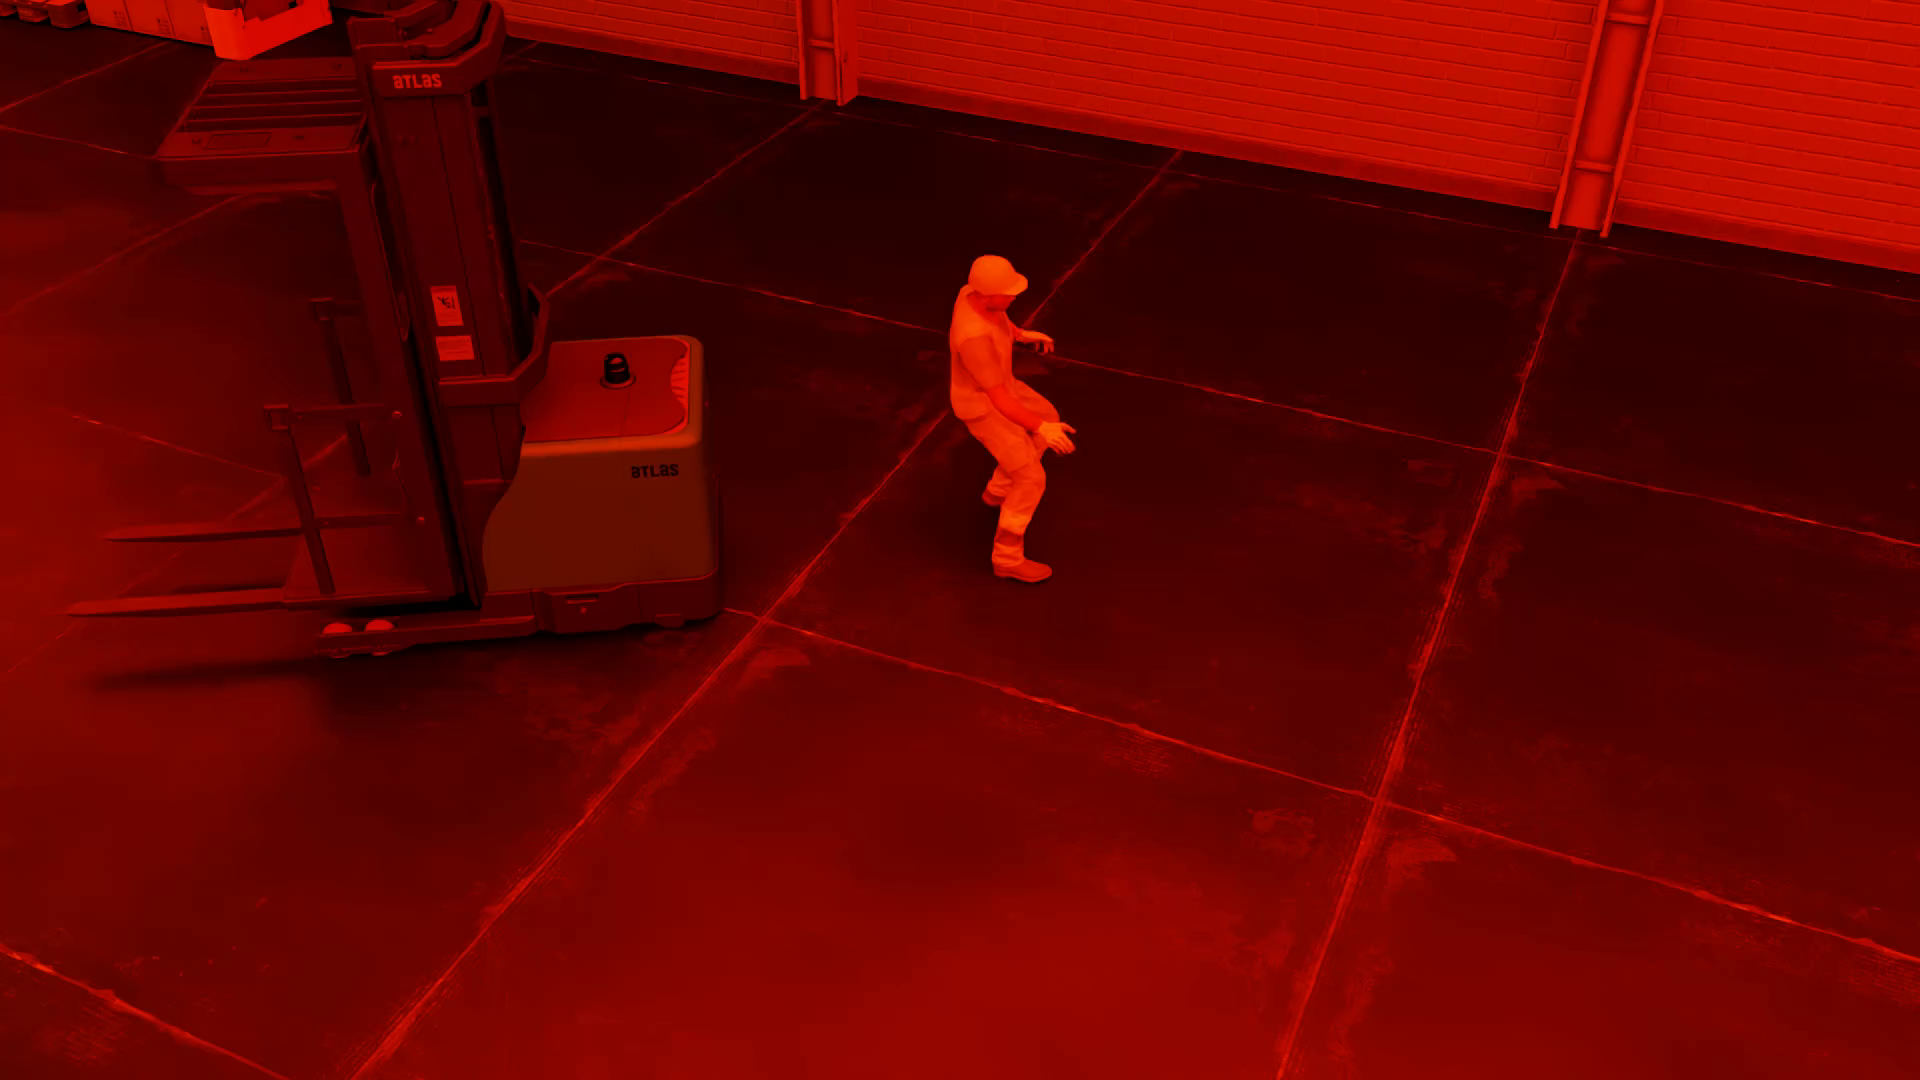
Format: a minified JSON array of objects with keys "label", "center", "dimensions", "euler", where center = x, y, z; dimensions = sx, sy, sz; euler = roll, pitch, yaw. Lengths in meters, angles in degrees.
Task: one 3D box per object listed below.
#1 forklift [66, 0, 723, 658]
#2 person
[{"label":"forklift","center":[-2.703,-0.962,7.436],"dimensions":[3.031,2.935,1.130],"euler":[-4,36,-5]},{"label":"person","center":[0.266,-0.689,8.186],"dimensions":[0.632,1.624,0.907],"euler":[3,36,4]}]
